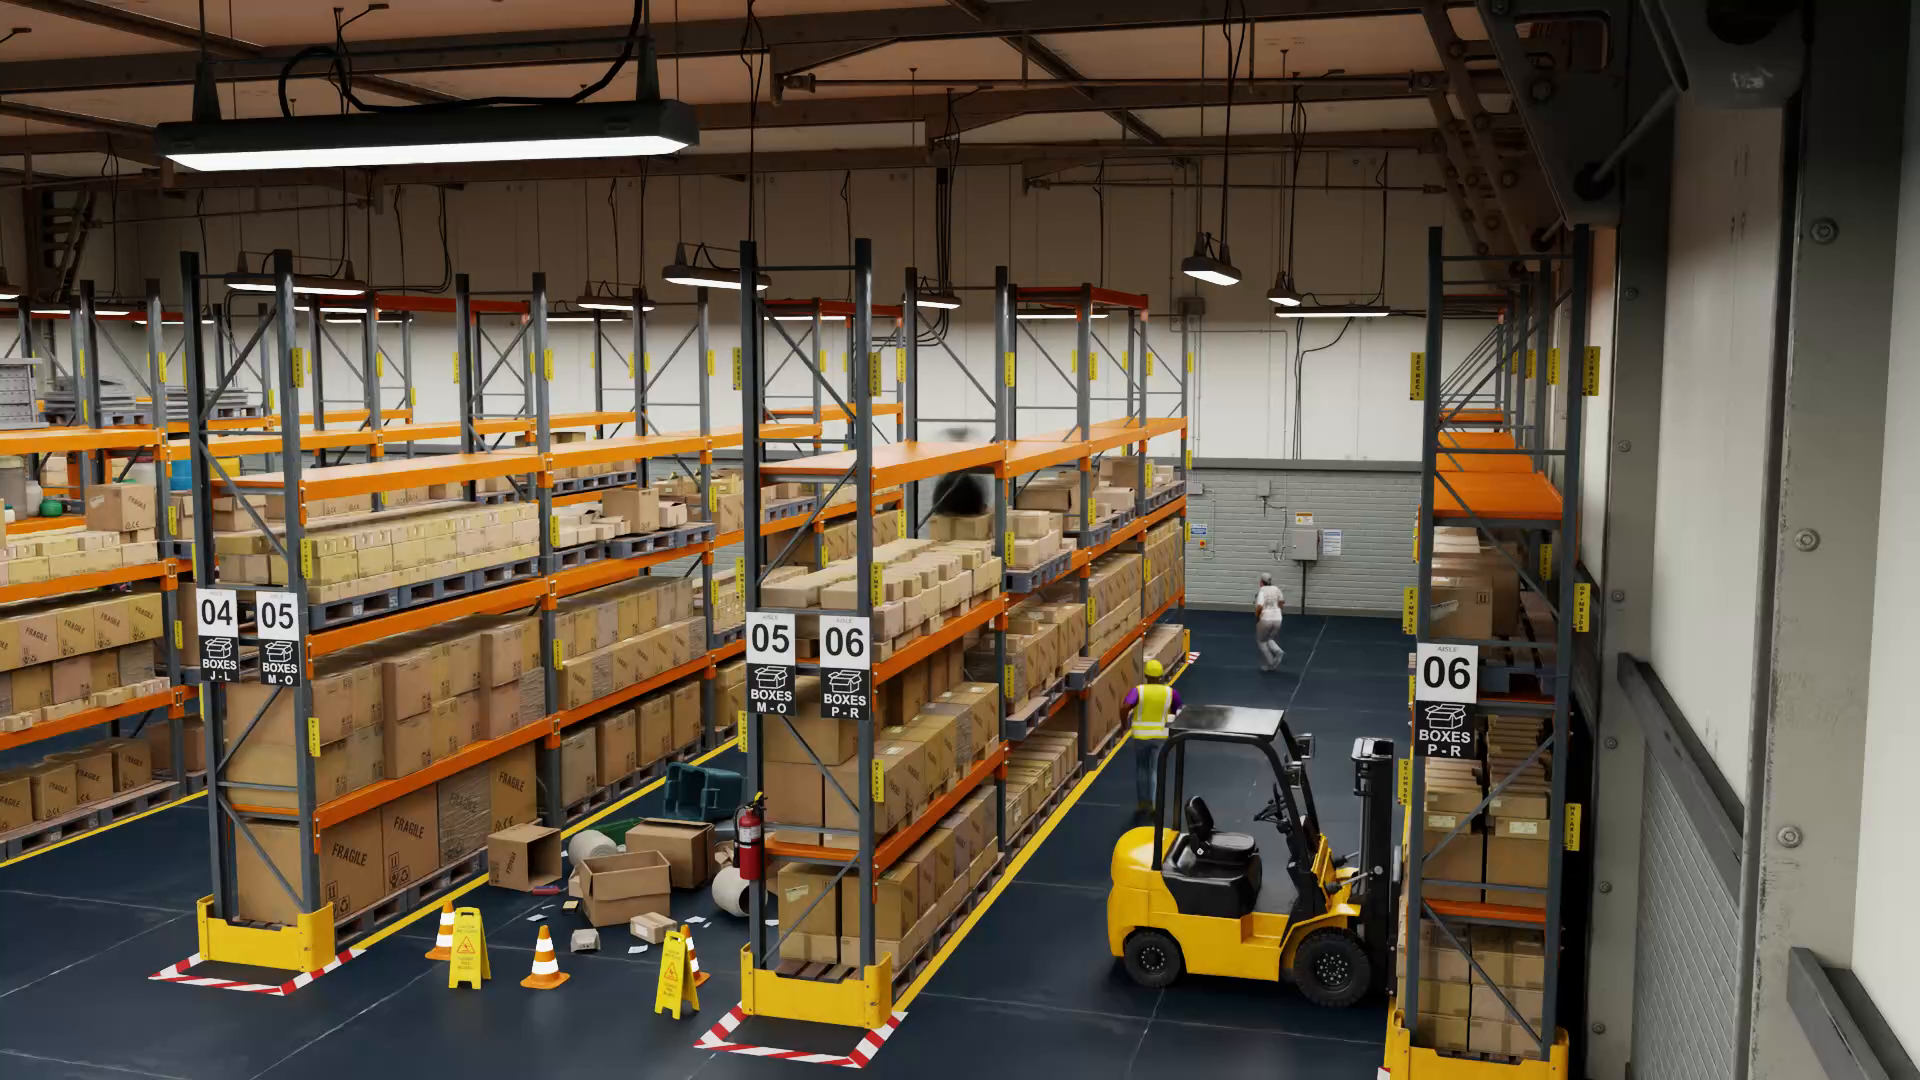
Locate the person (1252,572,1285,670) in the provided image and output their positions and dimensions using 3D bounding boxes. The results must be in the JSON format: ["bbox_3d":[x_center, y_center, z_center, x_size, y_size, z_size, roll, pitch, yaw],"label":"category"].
[{"bbox_3d":[5.077,1.337,27.204,0.602,1.605,0.575,-4,7,-29],"label":"person"}]

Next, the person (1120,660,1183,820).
[{"bbox_3d":[2.126,2.189,18.424,0.699,1.742,1.004,1,6,7],"label":"person"}]
